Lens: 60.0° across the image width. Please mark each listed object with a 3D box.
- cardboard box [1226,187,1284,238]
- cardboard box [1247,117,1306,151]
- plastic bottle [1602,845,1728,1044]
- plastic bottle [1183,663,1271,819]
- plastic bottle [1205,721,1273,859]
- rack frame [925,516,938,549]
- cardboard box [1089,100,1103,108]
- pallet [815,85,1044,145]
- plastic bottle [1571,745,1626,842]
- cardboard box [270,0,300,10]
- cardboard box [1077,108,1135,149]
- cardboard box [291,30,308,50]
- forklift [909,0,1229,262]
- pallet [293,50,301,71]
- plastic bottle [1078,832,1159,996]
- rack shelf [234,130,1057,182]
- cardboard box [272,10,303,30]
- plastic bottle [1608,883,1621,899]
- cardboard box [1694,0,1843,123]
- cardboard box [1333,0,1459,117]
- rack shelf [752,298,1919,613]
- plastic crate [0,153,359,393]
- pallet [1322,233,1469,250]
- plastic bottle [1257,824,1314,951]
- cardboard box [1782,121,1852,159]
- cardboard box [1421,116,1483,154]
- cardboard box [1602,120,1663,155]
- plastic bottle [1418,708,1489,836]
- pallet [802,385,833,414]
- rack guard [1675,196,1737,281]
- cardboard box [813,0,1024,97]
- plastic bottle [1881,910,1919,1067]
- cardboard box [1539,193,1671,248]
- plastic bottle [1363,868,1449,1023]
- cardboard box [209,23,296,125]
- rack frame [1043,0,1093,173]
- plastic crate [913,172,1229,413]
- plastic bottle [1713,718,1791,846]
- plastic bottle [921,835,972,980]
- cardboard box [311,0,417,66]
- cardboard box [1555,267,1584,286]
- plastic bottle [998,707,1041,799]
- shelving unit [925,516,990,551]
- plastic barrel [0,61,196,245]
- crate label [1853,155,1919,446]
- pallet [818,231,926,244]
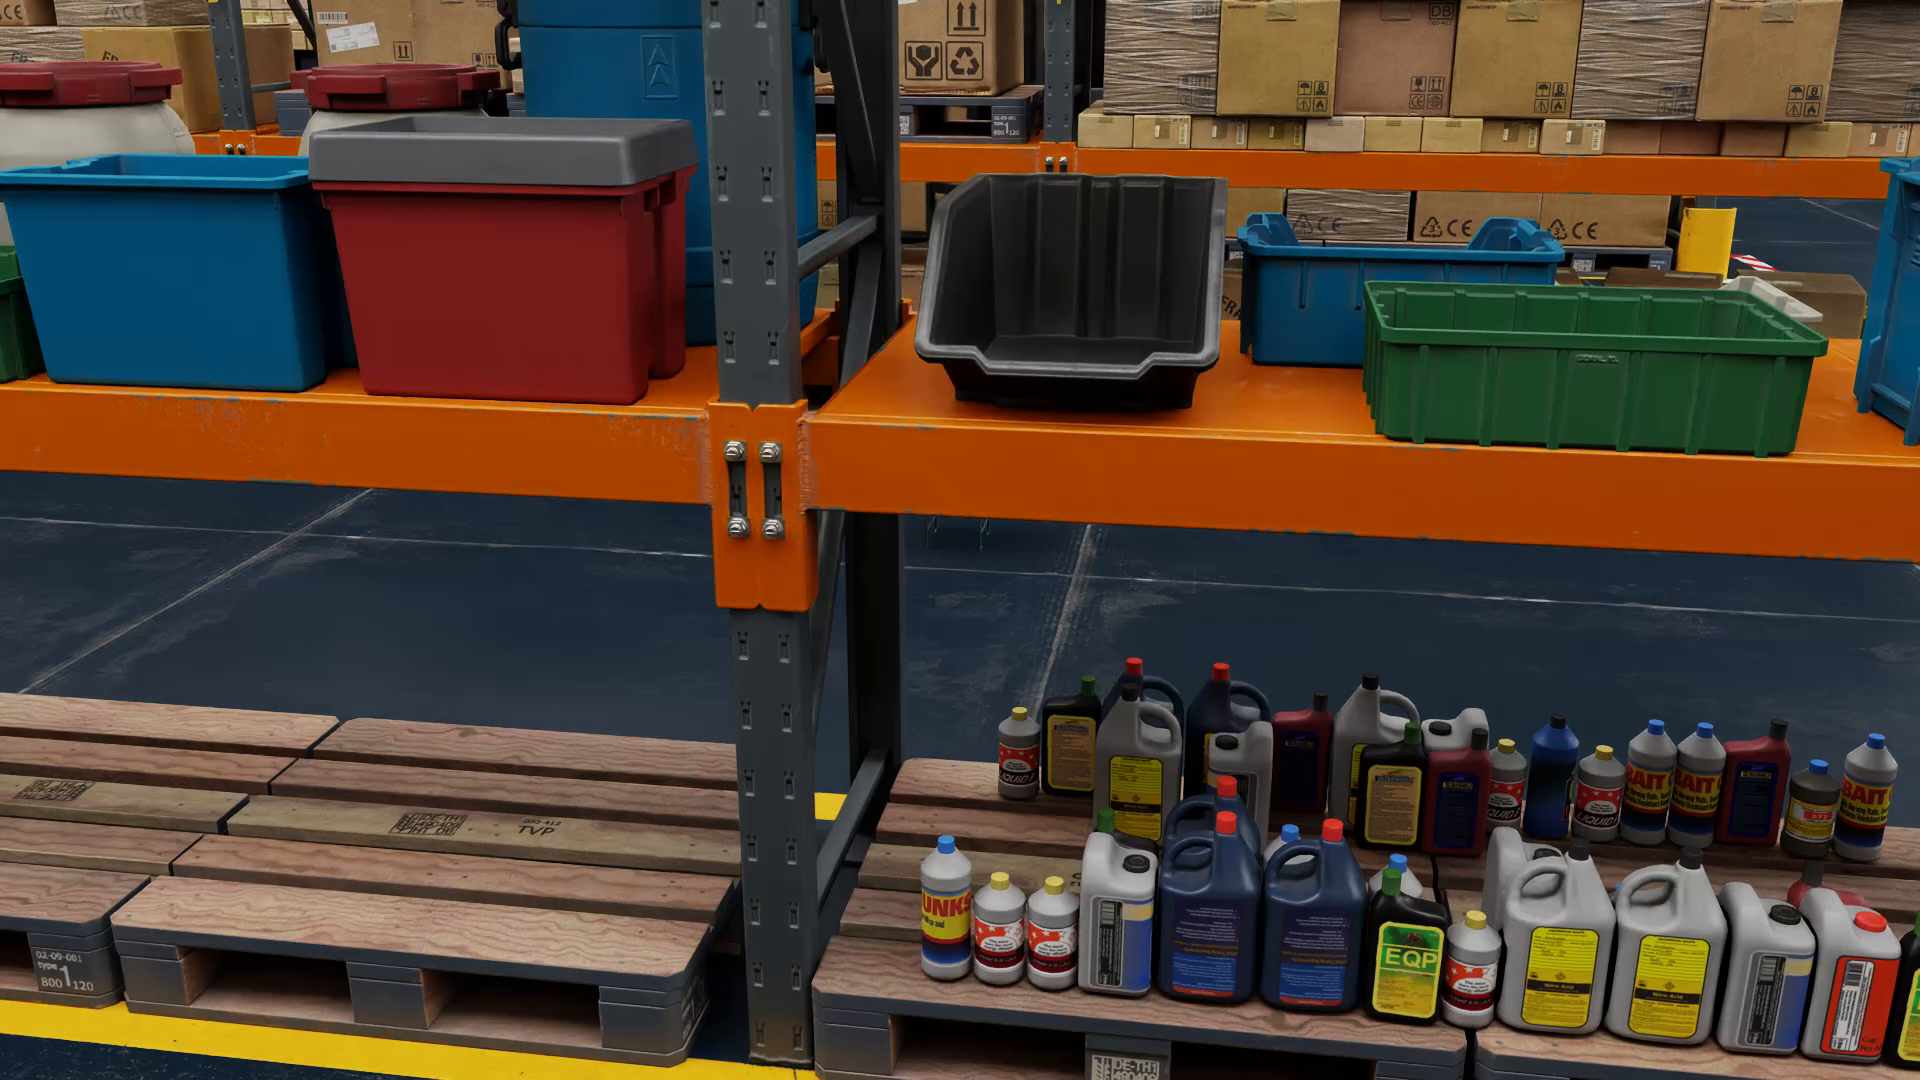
[{"bbox_3d":[2.011,-2.792,12.608,0.875,0.875,0.875,3,19,9],"label":"cardboard box"},{"bbox_3d":[1.424,-1.851,7.505,0.250,0.149,0.380,3,19,9],"label":"cardboard box"},{"bbox_3d":[1.250,0.704,2.952,0.185,0.351,0.144,4,19,11],"label":"plastic bottle"},{"bbox_3d":[0.600,0.445,3.726,0.185,0.351,0.144,2,19,6],"label":"plastic bottle"},{"bbox_3d":[0.602,0.528,3.595,0.135,0.276,0.152,3,19,9],"label":"plastic bottle"},{"bbox_3d":[-0.108,-0.432,6.177,0.006,0.900,0.240,3,19,9],"label":"rack frame"},{"bbox_3d":[0.774,-2.068,8.152,0.250,0.149,0.380,3,19,9],"label":"cardboard box"},{"bbox_3d":[-0.217,-2.099,8.151,1.213,0.211,1.003,3,19,9],"label":"pallet"},{"bbox_3d":[1.403,0.550,3.650,0.097,0.201,0.097,0,18,0],"label":"plastic bottle"},{"bbox_3d":[-5.154,-4.203,12.935,0.250,0.149,0.380,3,19,8],"label":"cardboard box"},{"bbox_3d":[0.679,-1.881,7.595,0.250,0.149,0.380,3,19,9],"label":"cardboard box"},{"bbox_3d":[-5.161,-3.922,13.030,0.250,0.149,0.380,2,19,6],"label":"cardboard box"},{"bbox_3d":[0.364,-2.993,10.629,1.130,2.935,3.031,-13,22,-33],"label":"forklift"},{"bbox_3d":[-5.766,-3.882,13.480,1.213,0.211,1.003,3,19,9],"label":"pallet"},{"bbox_3d":[0.298,0.690,3.112,0.135,0.276,0.152,4,19,11],"label":"plastic bottle"},{"bbox_3d":[-1.460,-1.865,8.284,4.000,0.370,1.077,3,19,9],"label":"rack shelf"},{"bbox_3d":[-5.147,-4.063,12.985,0.250,0.149,0.380,4,19,11],"label":"cardboard box"},{"bbox_3d":[1.226,0.735,3.095,0.097,0.201,0.097,0,18,0],"label":"plastic bottle"},{"bbox_3d":[3.413,-2.117,7.276,0.500,0.500,0.875,3,19,9],"label":"cardboard box"},{"bbox_3d":[1.947,-2.222,7.591,0.500,0.500,0.875,3,19,9],"label":"cardboard box"},{"bbox_3d":[1.704,-0.112,3.045,4.000,0.370,1.077,3,19,9],"label":"rack shelf"},{"bbox_3d":[-1.409,-0.504,3.109,0.575,0.384,0.392,3,19,9],"label":"plastic crate"},{"bbox_3d":[3.348,-2.209,12.571,1.213,0.211,1.003,3,19,9],"label":"pallet"},{"bbox_3d":[0.623,0.671,3.176,0.097,0.271,0.097,0,18,0],"label":"plastic bottle"},{"bbox_3d":[3.648,-1.744,7.184,0.250,0.149,0.380,3,19,9],"label":"cardboard box"},{"bbox_3d":[2.163,-1.810,7.382,0.250,0.149,0.380,3,19,9],"label":"cardboard box"},{"bbox_3d":[2.913,-1.793,7.329,0.250,0.149,0.380,3,19,9],"label":"cardboard box"},{"bbox_3d":[1.079,0.507,3.661,0.135,0.276,0.152,3,19,10],"label":"plastic bottle"},{"bbox_3d":[-0.254,-0.822,8.427,1.213,0.211,1.003,3,19,9],"label":"pallet"},{"bbox_3d":[5.374,-2.267,12.289,0.348,0.500,1.175,3,19,9],"label":"rack guard"},{"bbox_3d":[-0.247,-2.673,7.958,1.000,1.000,1.000,3,19,9],"label":"cardboard box"},{"bbox_3d":[1.678,0.772,2.857,0.133,0.283,0.061,3,19,10],"label":"plastic bottle"},{"bbox_3d":[4.671,-2.658,12.207,0.875,0.875,0.875,3,19,9],"label":"cardboard box"},{"bbox_3d":[0.803,0.727,2.990,0.133,0.283,0.061,4,19,11],"label":"plastic bottle"},{"bbox_3d":[-3.871,-2.464,8.783,0.500,0.500,0.500,3,19,10],"label":"cardboard box"},{"bbox_3d":[0.515,-2.106,7.869,0.127,3.000,1.000,3,19,9],"label":"rack frame"},{"bbox_3d":[0.226,-0.458,3.043,0.504,0.338,0.767,3,19,9],"label":"plastic crate"},{"bbox_3d":[1.717,0.521,3.607,0.133,0.283,0.061,3,19,10],"label":"plastic bottle"},{"bbox_3d":[-0.026,0.685,3.136,0.097,0.271,0.097,0,18,0],"label":"plastic bottle"},{"bbox_3d":[-2.895,-2.539,8.344,0.500,0.500,0.500,1,19,2],"label":"cardboard box"},{"bbox_3d":[2.640,-1.012,7.877,0.500,0.500,0.500,5,19,14],"label":"cardboard box"},{"bbox_3d":[0.137,0.485,3.843,0.097,0.201,0.097,0,18,0],"label":"plastic bottle"},{"bbox_3d":[-0.008,-0.427,6.162,0.210,0.900,0.258,3,19,9],"label":"shelving unit"},{"bbox_3d":[-1.905,-0.772,3.669,0.433,0.535,0.433,0,18,0],"label":"plastic barrel"},{"bbox_3d":[1.818,-0.377,2.648,0.616,0.435,0.502,3,19,9],"label":"crate label"},{"bbox_3d":[-0.580,-2.408,13.167,1.213,0.211,1.003,3,19,9],"label":"pallet"}]
